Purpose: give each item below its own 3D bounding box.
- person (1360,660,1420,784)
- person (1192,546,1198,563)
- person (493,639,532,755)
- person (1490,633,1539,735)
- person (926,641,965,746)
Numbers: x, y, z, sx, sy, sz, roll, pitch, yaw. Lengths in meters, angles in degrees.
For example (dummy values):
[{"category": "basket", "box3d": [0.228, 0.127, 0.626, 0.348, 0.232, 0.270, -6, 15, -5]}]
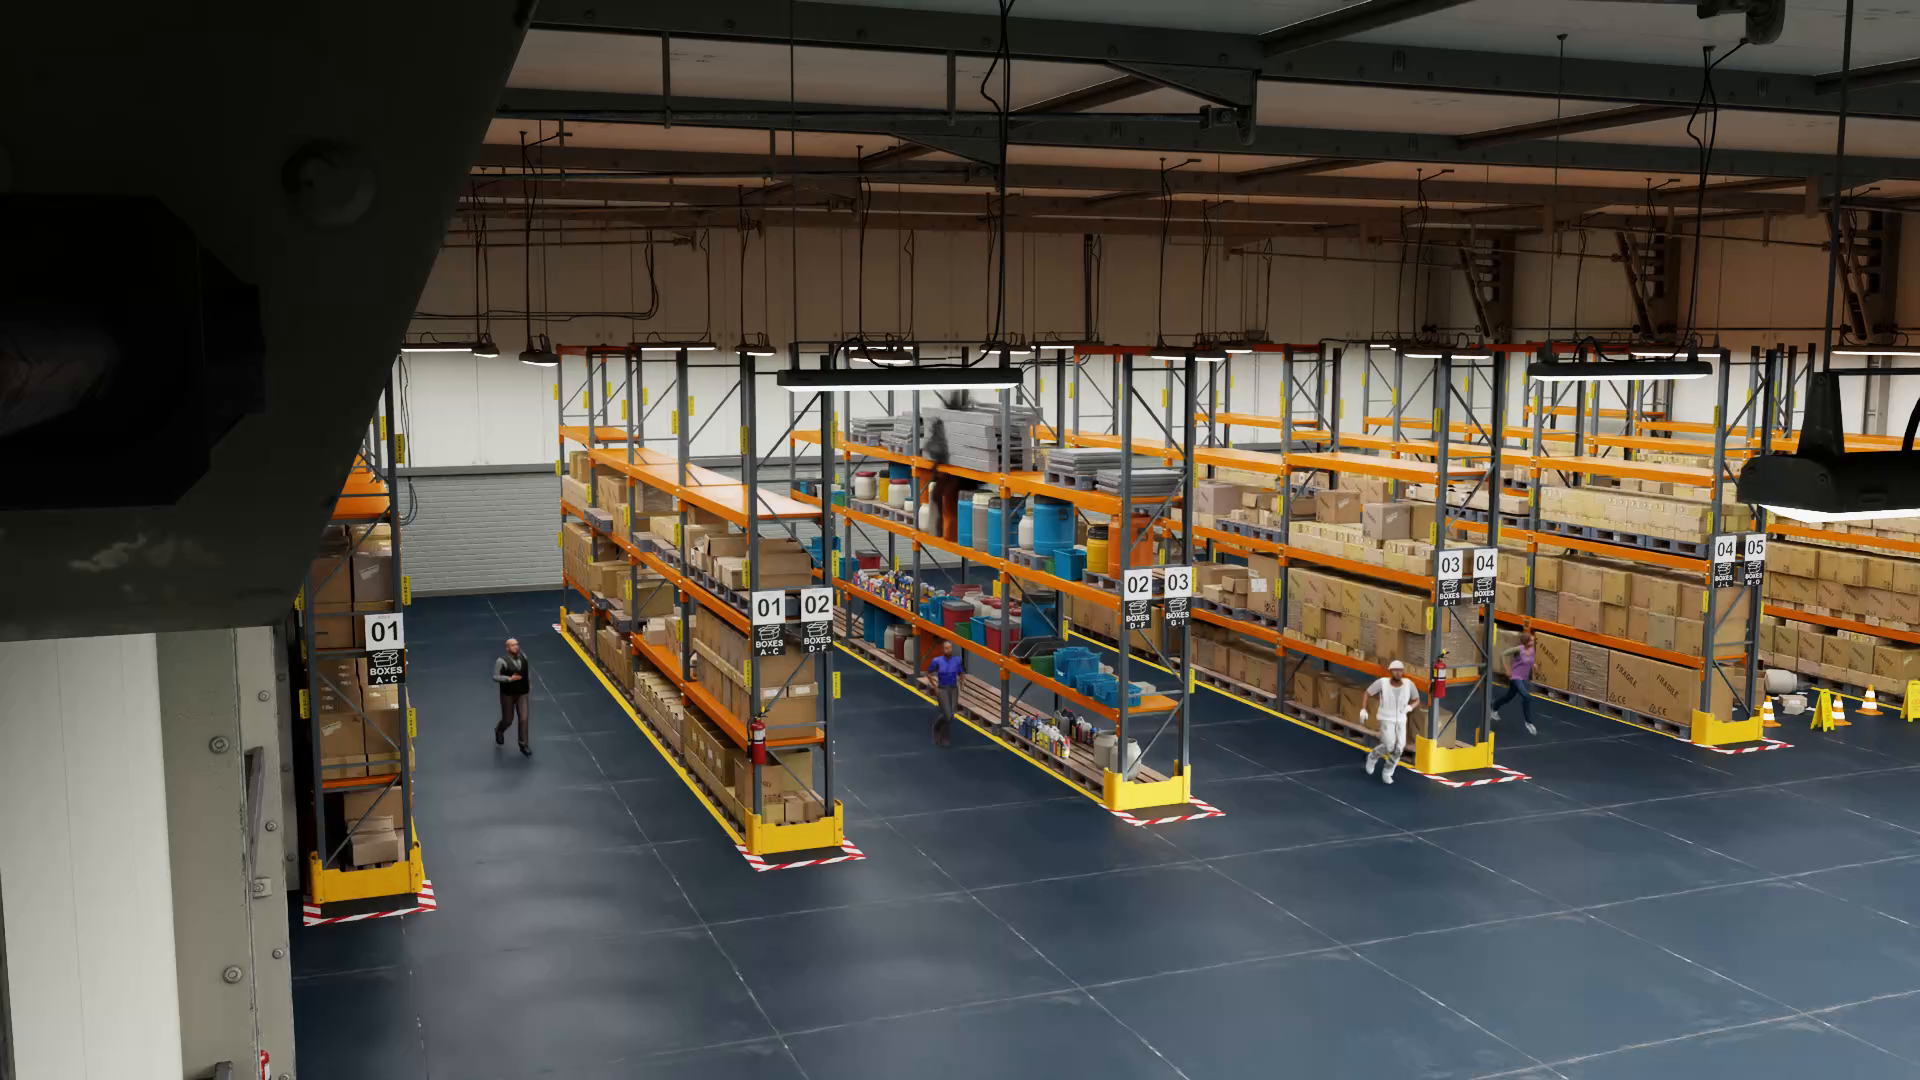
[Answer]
[{"category": "person", "box3d": [6.038, 2.539, 23.278, 0.808, 1.734, 0.561, -2, 7, -13]}, {"category": "person", "box3d": [4.949, 0.915, 36.440, 0.650, 1.653, 0.657, -3, 8, -25]}, {"category": "person", "box3d": [-6.681, 2.312, 24.861, 0.674, 1.709, 0.907, -6, 10, -41]}, {"category": "person", "box3d": [8.778, 2.219, 26.335, 0.539, 1.595, 0.943, -6, 9, -38]}, {"category": "person", "box3d": [-0.173, 2.332, 25.201, 0.561, 1.621, 0.573, -3, 8, -21]}]
